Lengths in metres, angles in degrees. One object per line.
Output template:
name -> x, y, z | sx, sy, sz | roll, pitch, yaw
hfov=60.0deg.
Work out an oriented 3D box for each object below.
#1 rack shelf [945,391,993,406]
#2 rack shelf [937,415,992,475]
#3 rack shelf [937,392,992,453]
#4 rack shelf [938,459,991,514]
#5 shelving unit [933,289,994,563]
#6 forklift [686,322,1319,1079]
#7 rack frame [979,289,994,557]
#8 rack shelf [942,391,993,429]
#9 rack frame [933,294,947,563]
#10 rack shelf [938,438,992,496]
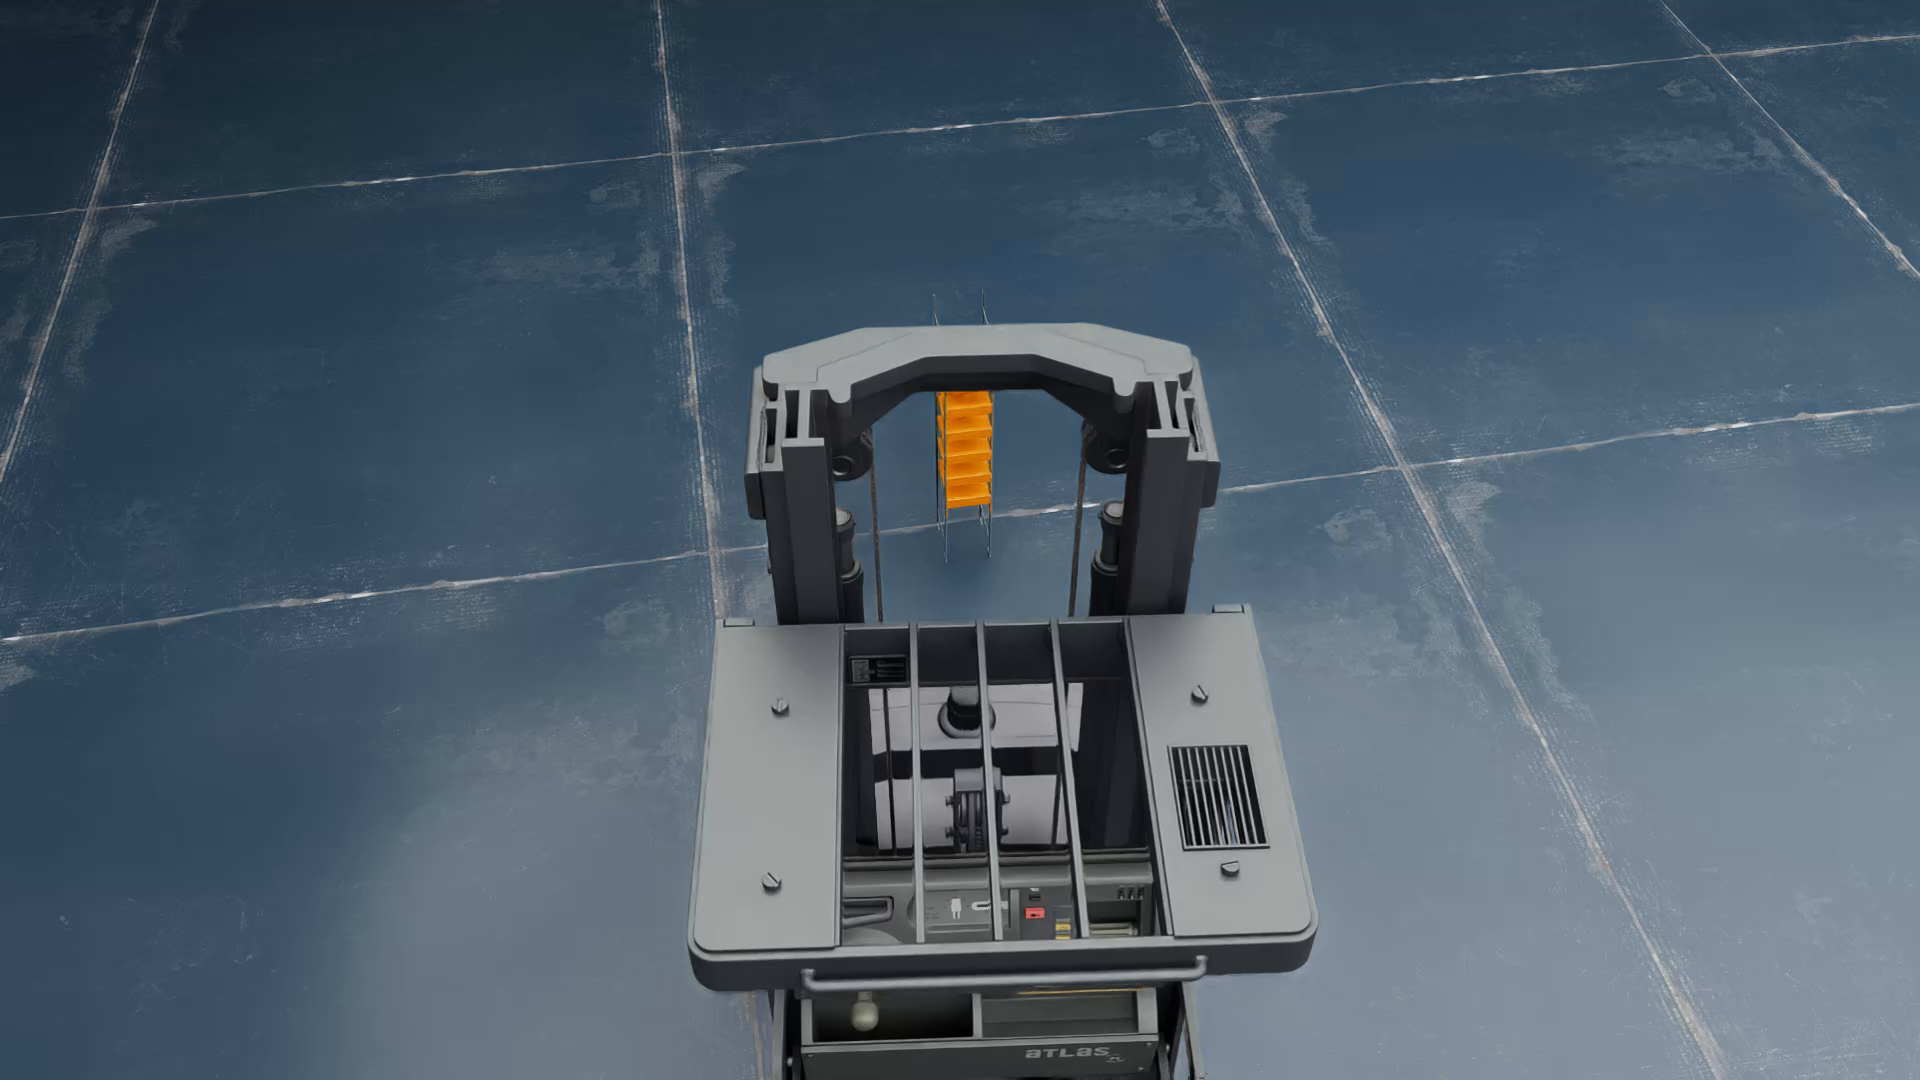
rack shelf -> 0.014, -0.637, 6.286 | 0.180, 0.103, 0.258 | -7, 46, -7
rack shelf -> 0.014, -0.387, 6.545 | 0.180, 0.103, 0.258 | -7, 46, -7
rack shelf -> 0.014, -0.471, 6.458 | 0.180, 0.103, 0.258 | -7, 46, -7
rack shelf -> 0.014, -0.221, 6.718 | 0.180, 0.103, 0.258 | -7, 46, -7
shelving unit -> 0.014, -0.418, 6.513 | 0.189, 1.200, 0.258 | -7, 46, -7
forklift -> 0.061, 1.075, 3.872 | 1.130, 2.935, 3.031 | -2, 46, -1
rack frame -> 0.104, -0.429, 6.524 | 0.006, 1.200, 0.240 | -7, 46, -7
rack shelf -> 0.014, -0.554, 6.372 | 0.180, 0.103, 0.258 | -7, 46, -7
rack frame -> -0.076, -0.407, 6.502 | 0.006, 1.200, 0.240 | -7, 46, -7
rack shelf -> 0.014, -0.304, 6.631 | 0.180, 0.103, 0.258 | -7, 46, -7
